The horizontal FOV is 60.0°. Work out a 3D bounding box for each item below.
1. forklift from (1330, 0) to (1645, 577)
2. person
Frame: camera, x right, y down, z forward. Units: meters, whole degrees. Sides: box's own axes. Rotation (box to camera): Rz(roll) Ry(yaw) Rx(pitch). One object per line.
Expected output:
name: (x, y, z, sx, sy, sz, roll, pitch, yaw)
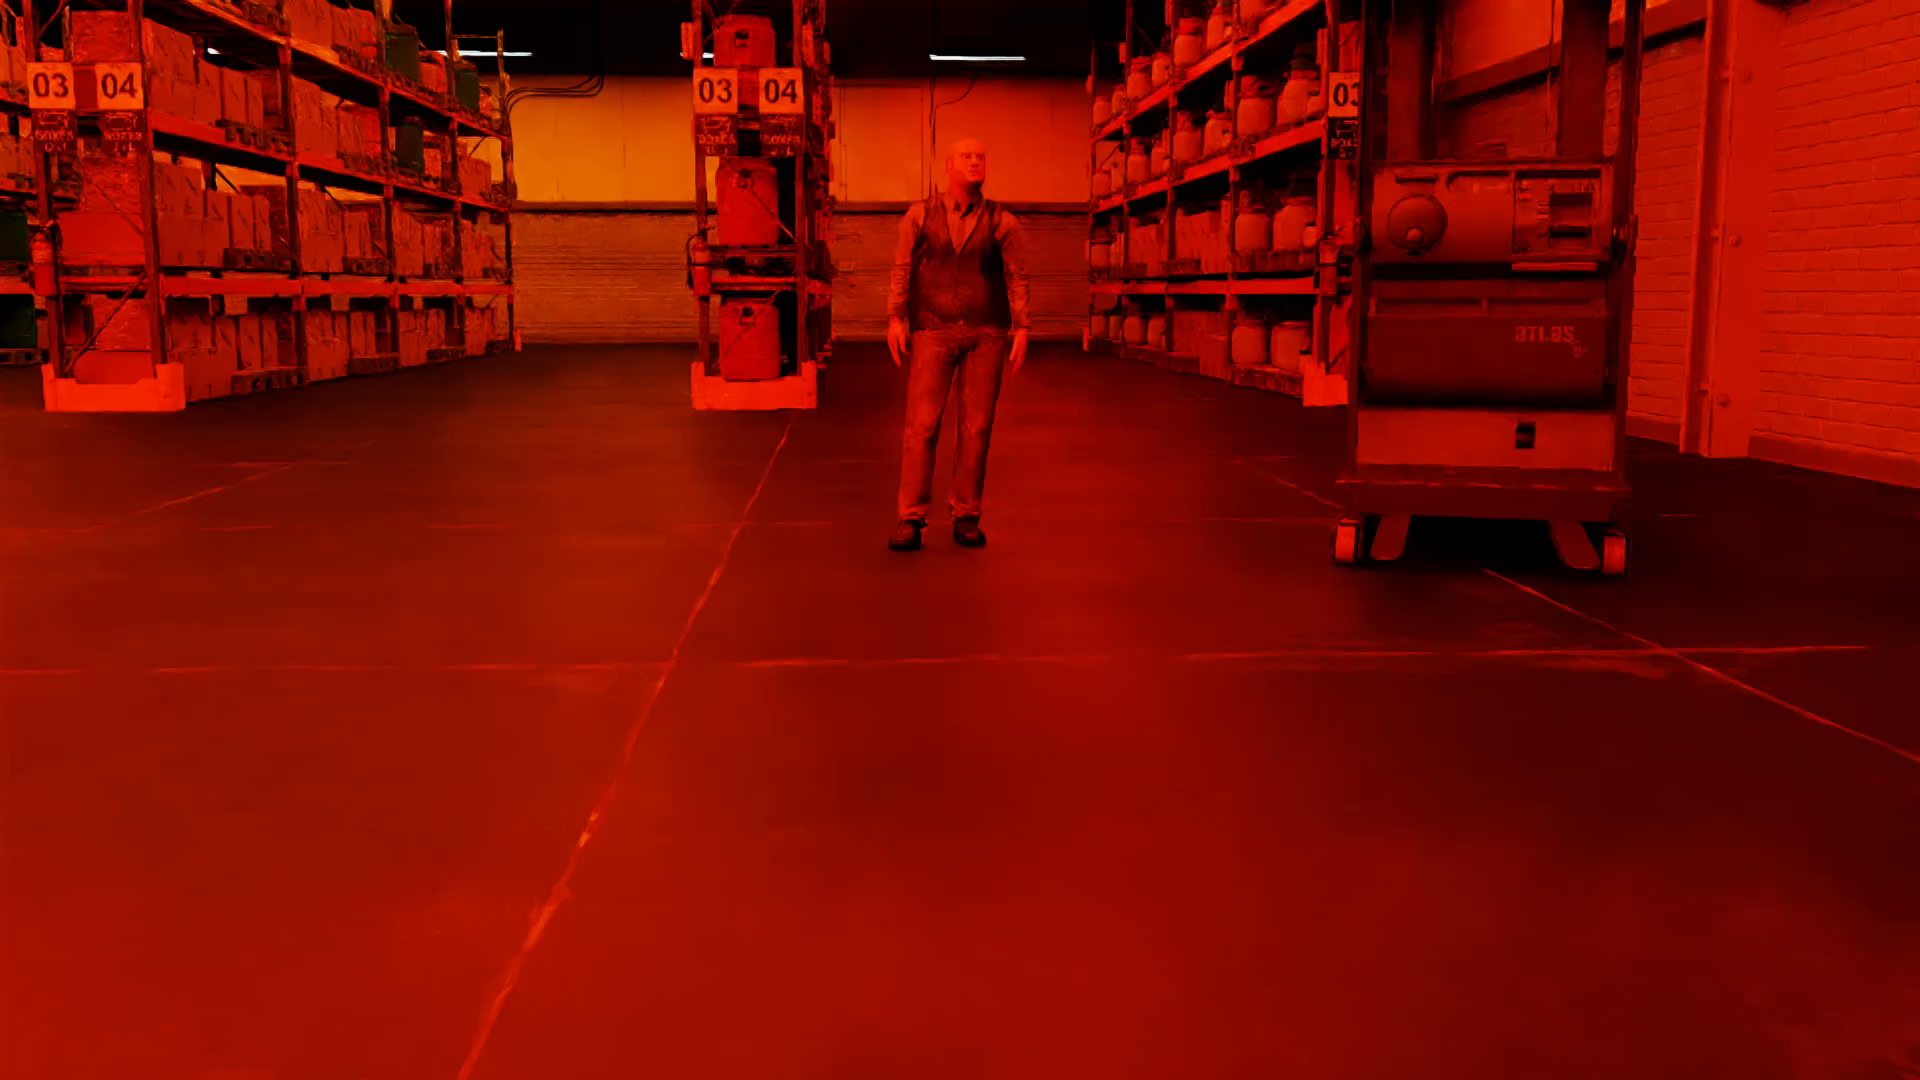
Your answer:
forklift: (2.100, -1.370, 6.558, 1.130, 2.935, 3.031, 2, 9, 16)
person: (-0.004, -0.849, 7.120, 0.632, 1.720, 0.567, -1, 8, -4)
